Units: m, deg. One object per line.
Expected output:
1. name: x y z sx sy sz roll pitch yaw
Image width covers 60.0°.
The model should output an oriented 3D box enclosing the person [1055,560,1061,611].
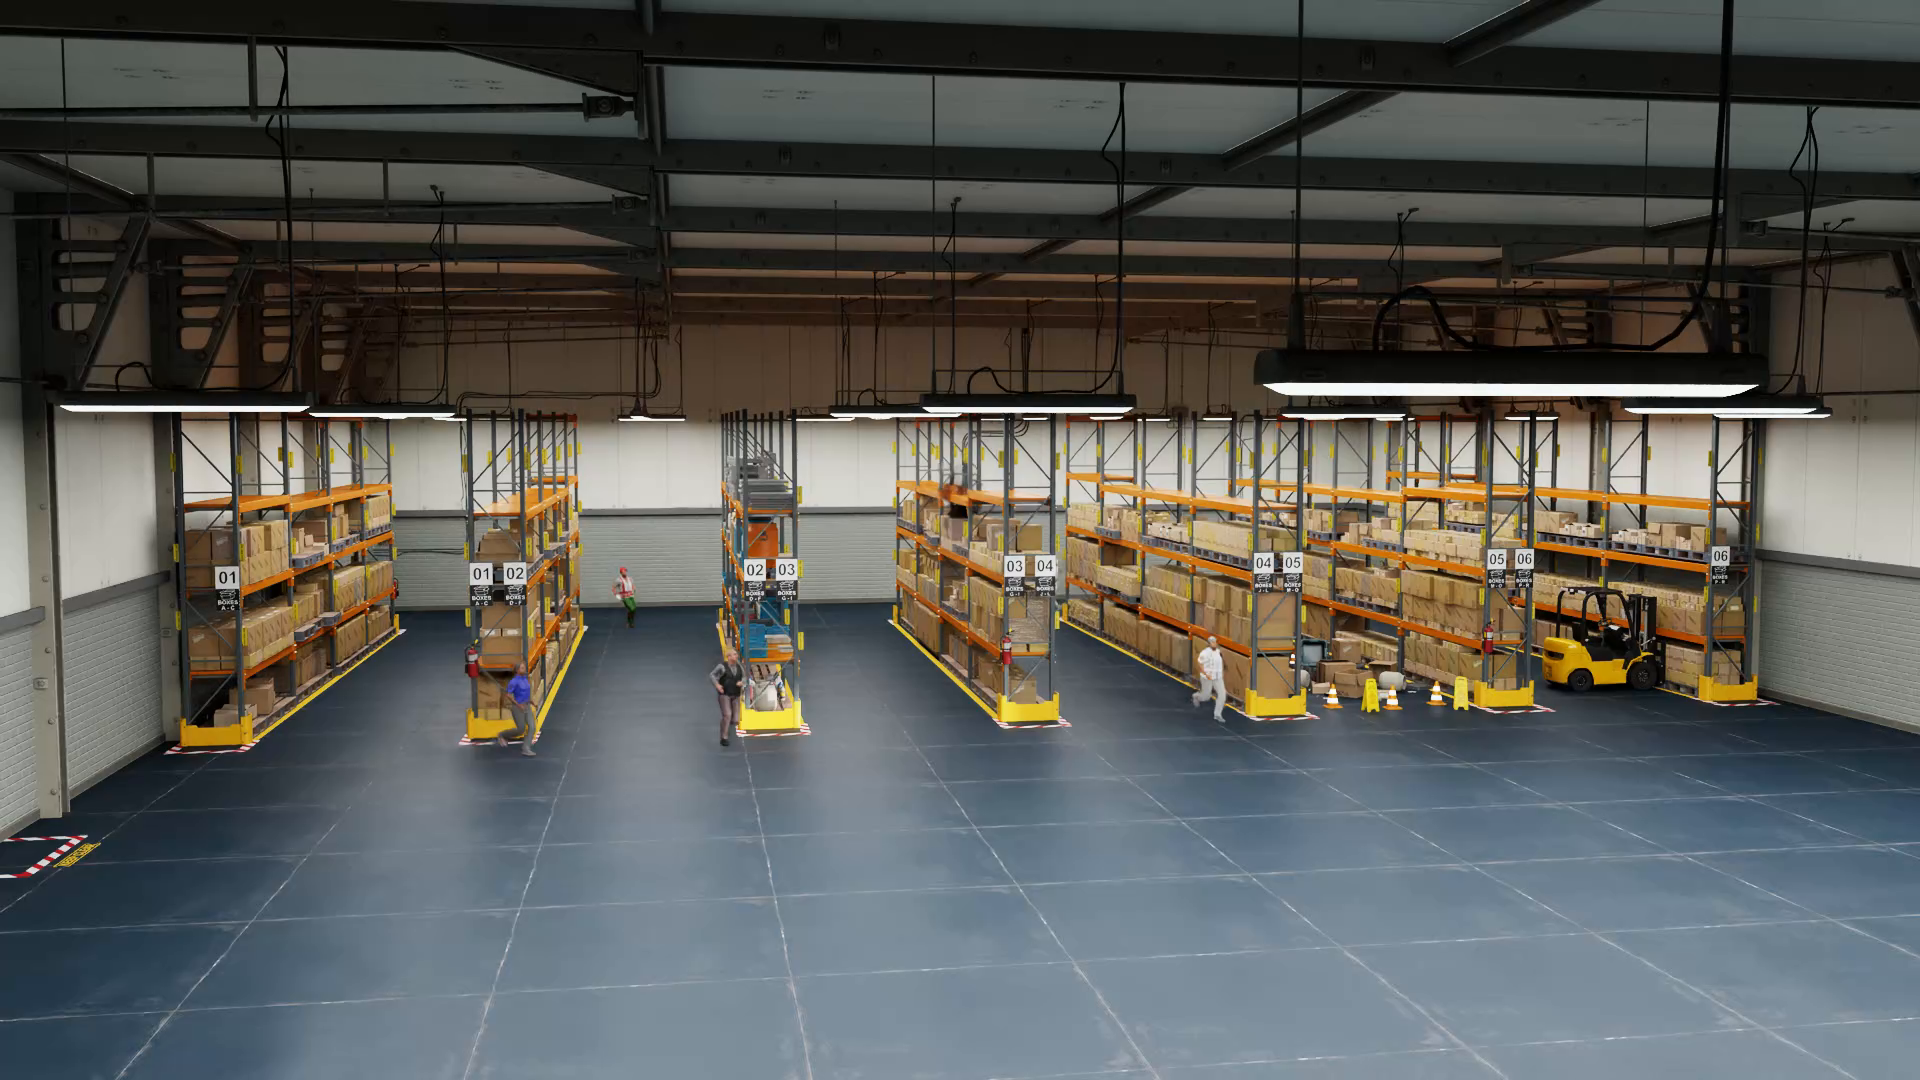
1. person: 2.666 1.416 49.751 0.707 1.703 0.768 0 4 4

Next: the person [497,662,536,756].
1. person: -7.630 2.920 28.788 0.729 1.624 0.597 1 4 18

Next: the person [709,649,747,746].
1. person: -4.149 2.814 30.004 0.686 1.682 0.820 -3 5 -37

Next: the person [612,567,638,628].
1. person: -9.303 1.612 46.501 0.583 1.724 0.717 4 5 42

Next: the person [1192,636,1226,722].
1. person: 4.870 2.683 32.290 0.601 1.644 0.850 -2 4 -25
